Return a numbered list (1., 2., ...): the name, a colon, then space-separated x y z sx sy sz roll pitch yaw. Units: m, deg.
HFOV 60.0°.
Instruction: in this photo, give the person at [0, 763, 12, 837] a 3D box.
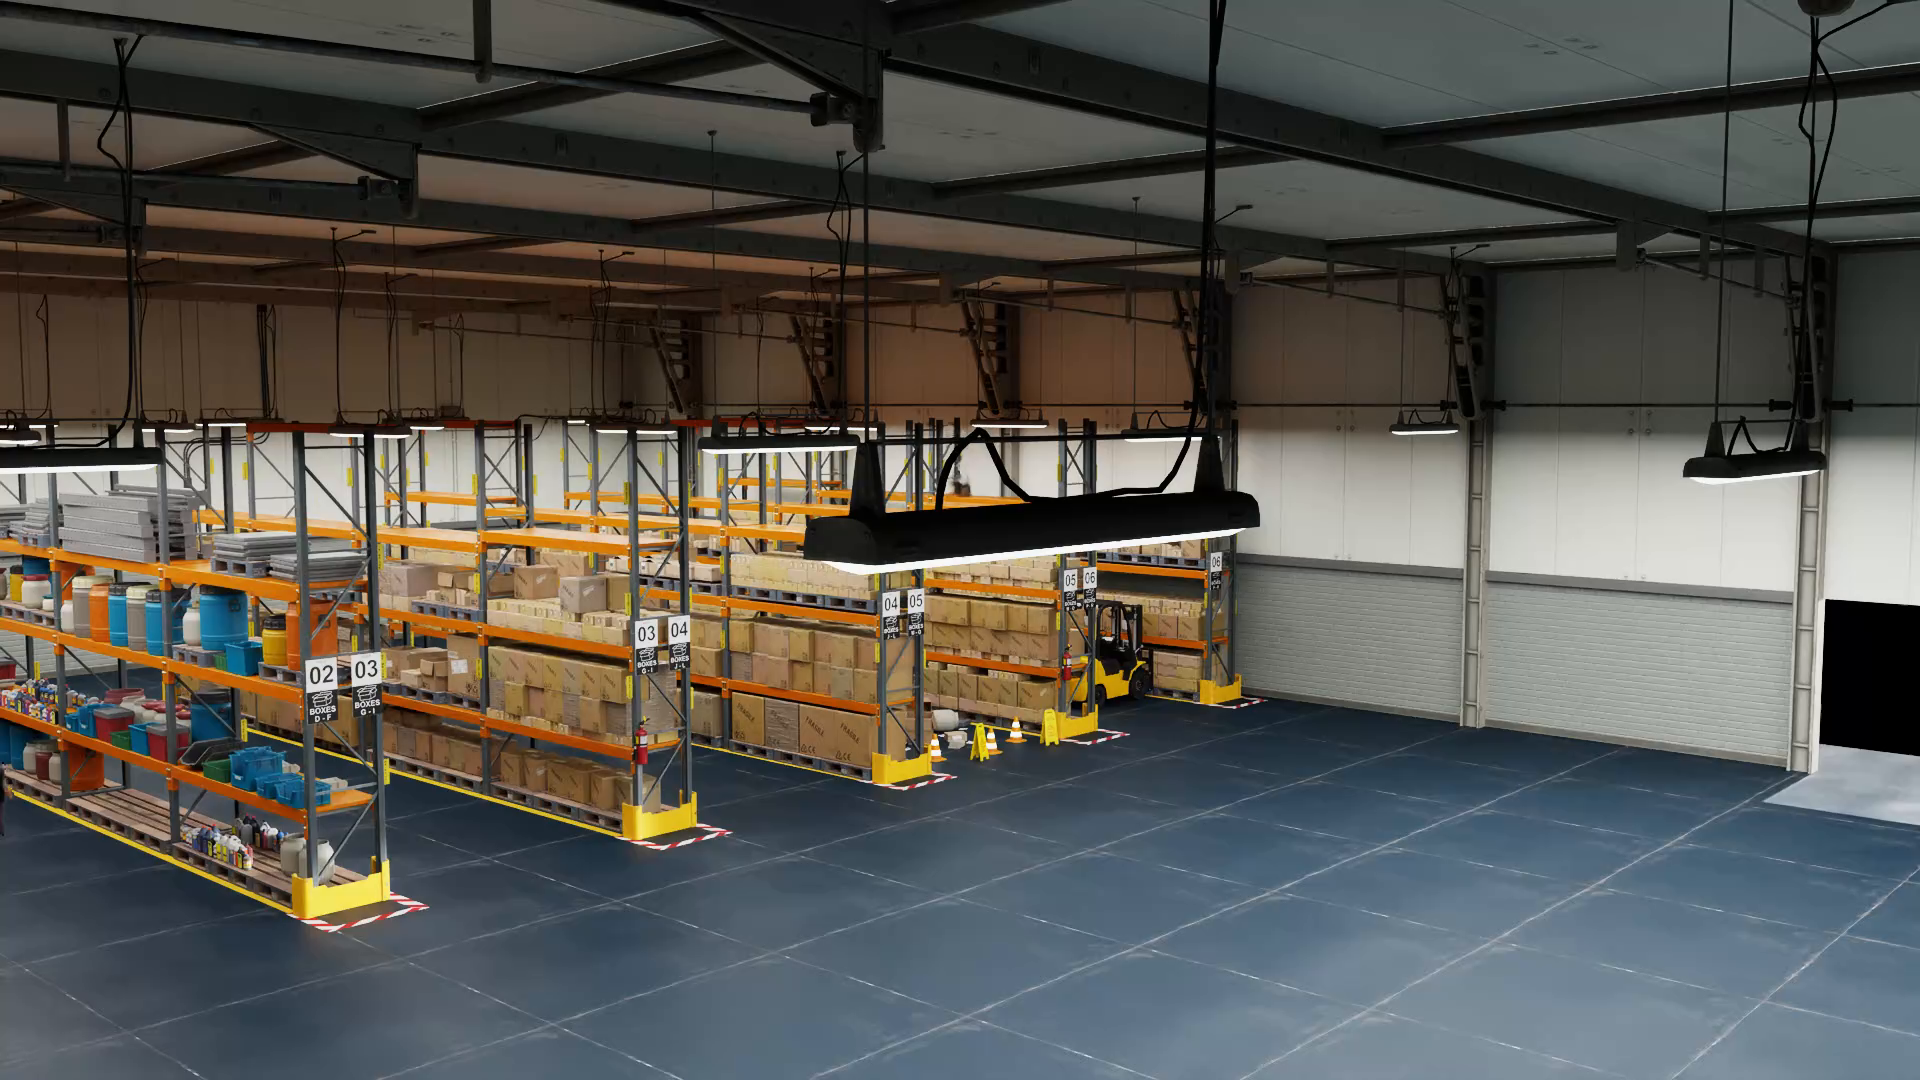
1. person: -13.329 3.629 22.791 0.577 1.673 0.640 2 5 26
